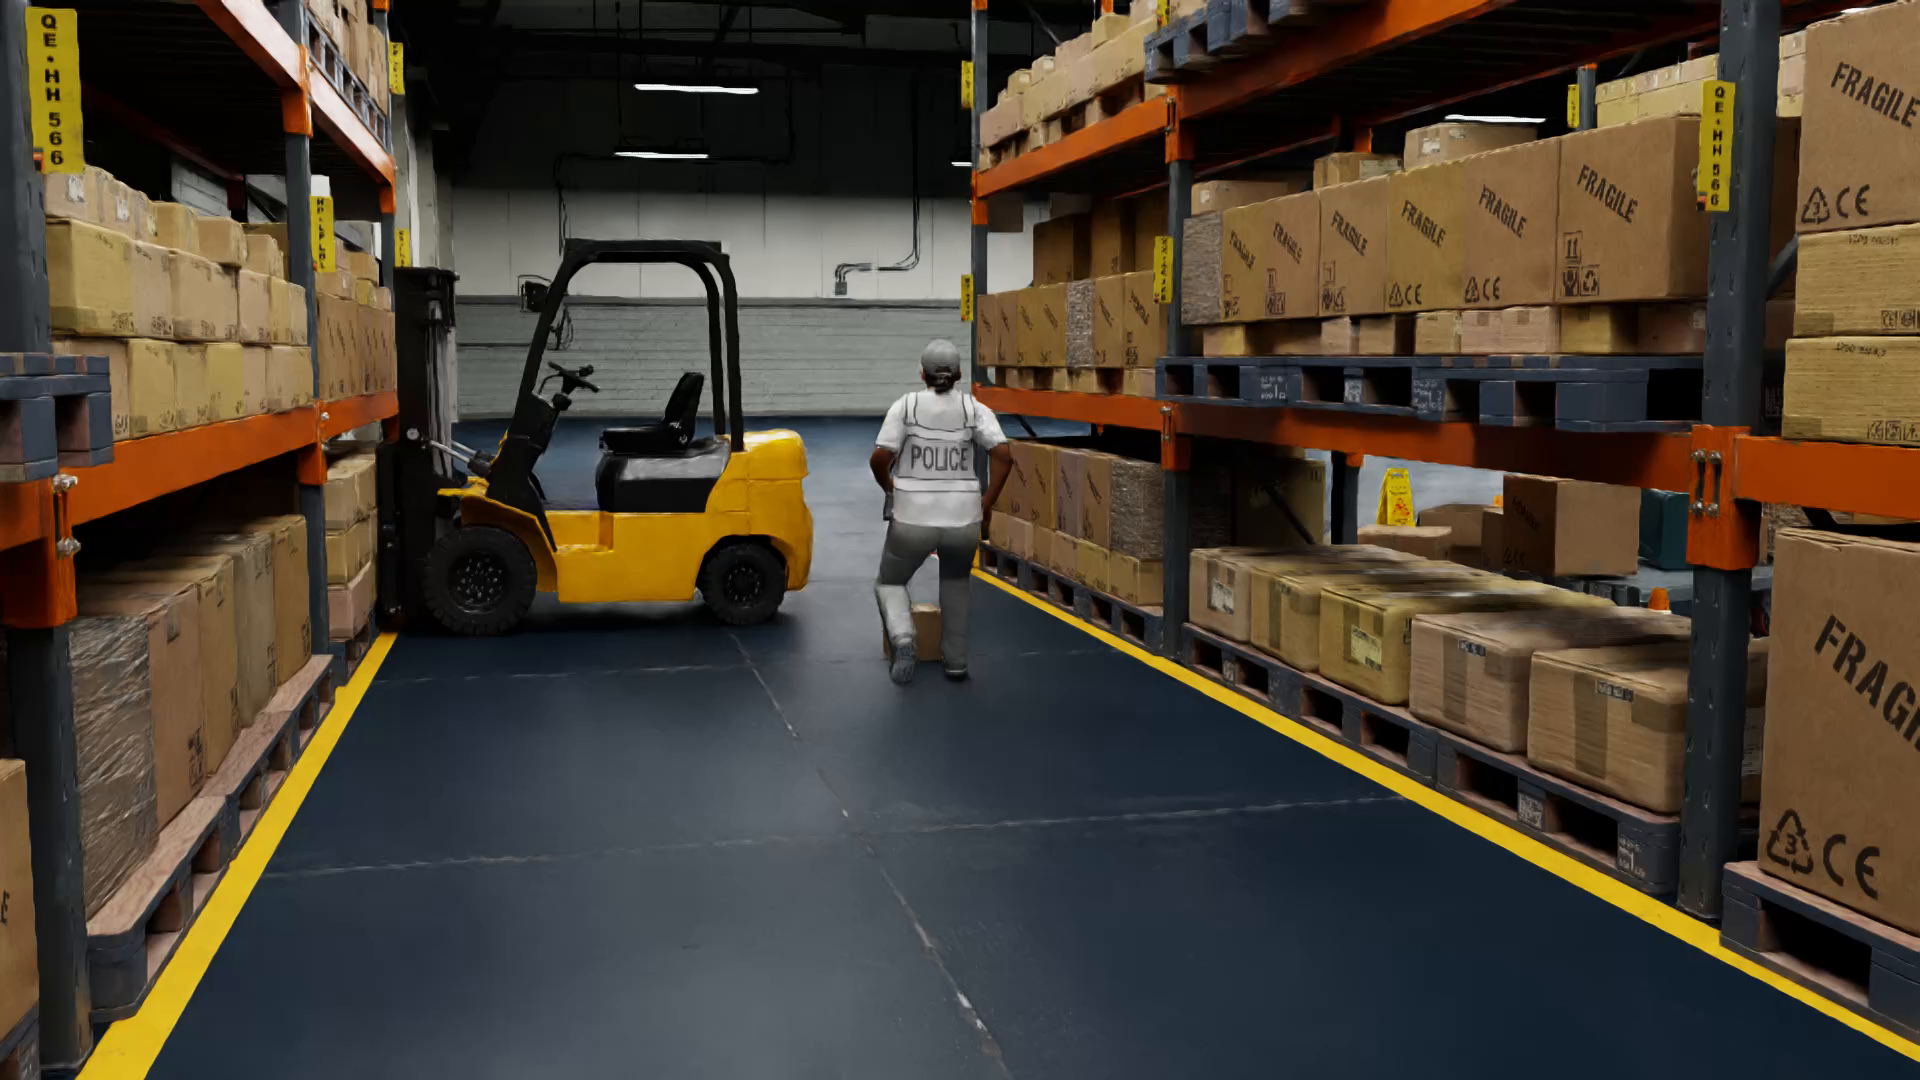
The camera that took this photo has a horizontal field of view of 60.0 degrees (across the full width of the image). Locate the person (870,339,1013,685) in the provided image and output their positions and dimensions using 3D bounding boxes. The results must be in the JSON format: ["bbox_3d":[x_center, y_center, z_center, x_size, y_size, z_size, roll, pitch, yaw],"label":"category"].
[{"bbox_3d":[-0.145,-0.130,7.626,0.612,1.572,0.763,-2,6,-14],"label":"person"}]
